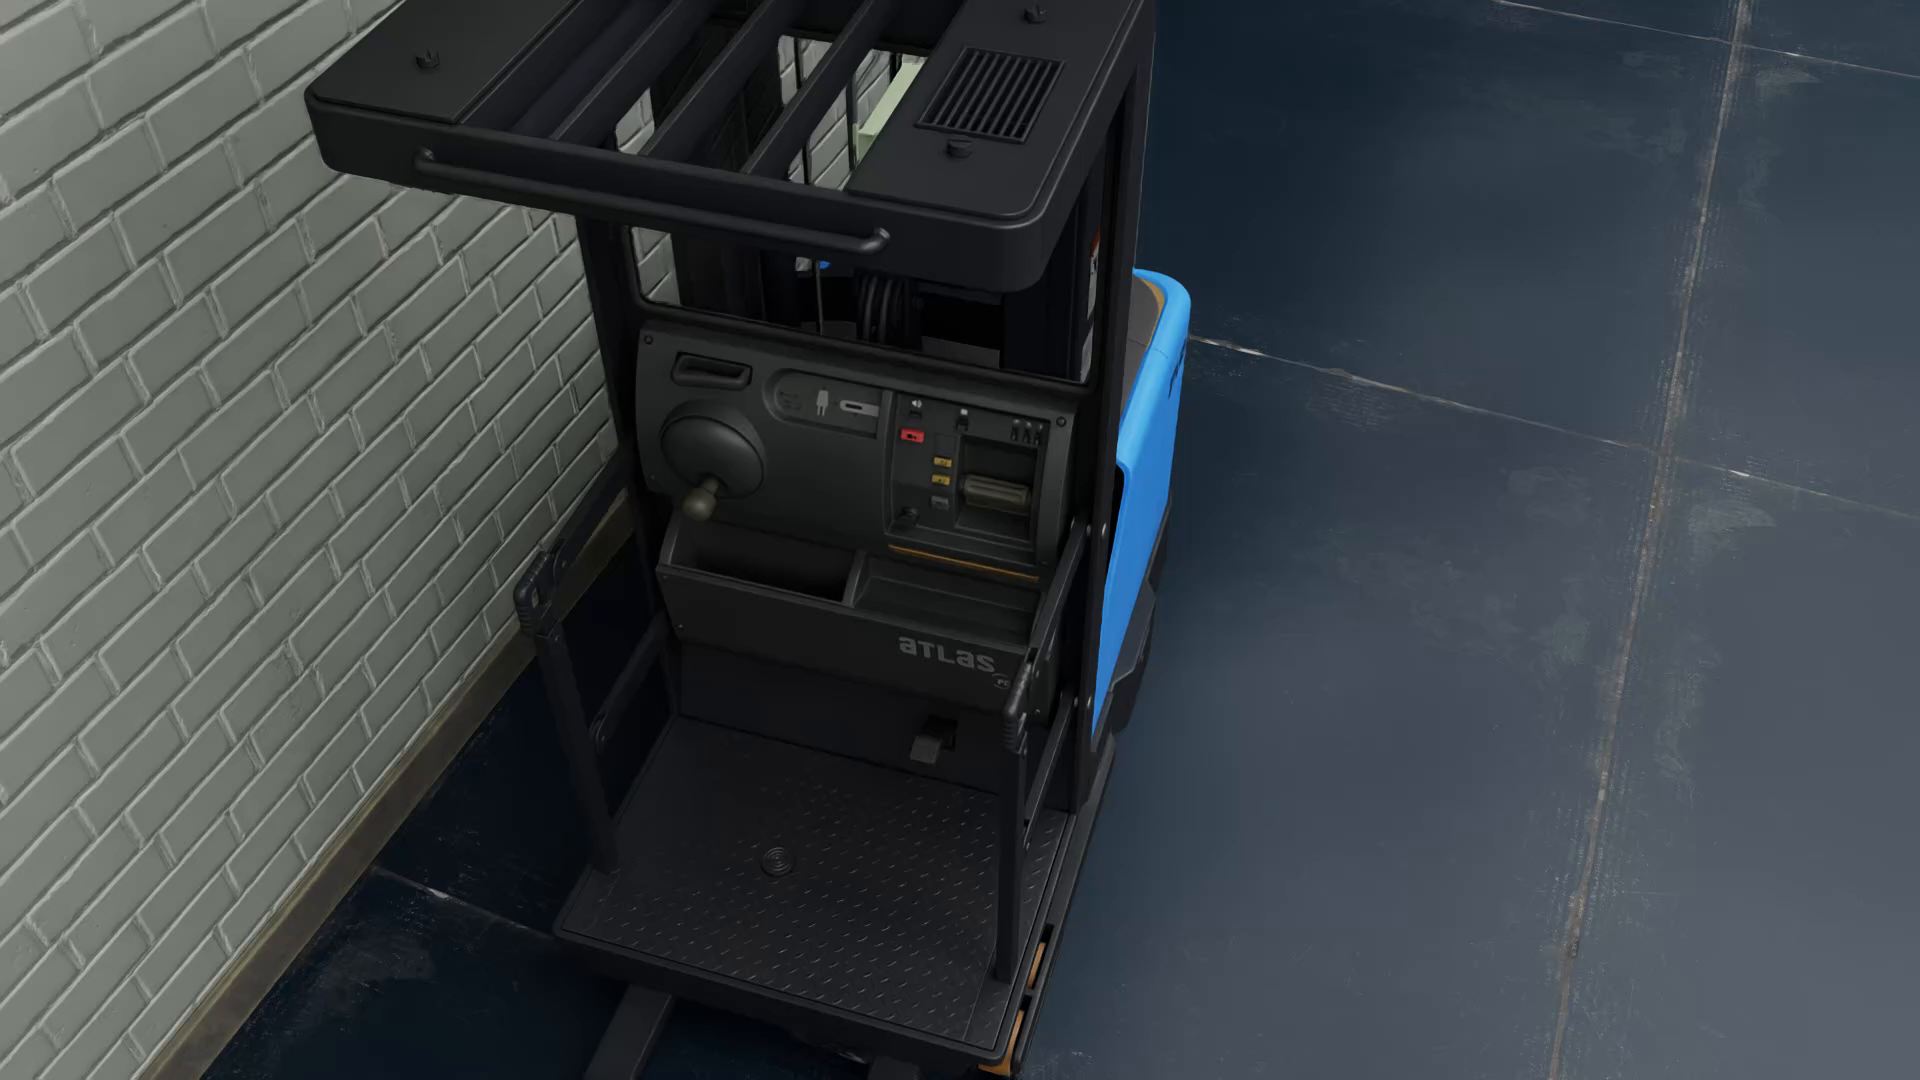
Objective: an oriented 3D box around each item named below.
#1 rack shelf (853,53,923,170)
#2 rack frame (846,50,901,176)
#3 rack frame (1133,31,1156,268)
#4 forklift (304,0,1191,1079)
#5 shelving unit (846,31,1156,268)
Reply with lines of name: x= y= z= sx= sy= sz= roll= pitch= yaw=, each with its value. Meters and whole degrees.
rack shelf: x=0.113 y=-1.064 z=4.703 sx=0.720 sy=0.370 sz=0.431 roll=12 pitch=46 yaw=12
rack frame: x=-0.238 y=-0.861 z=5.052 sx=0.023 sy=1.500 sz=0.400 roll=12 pitch=46 yaw=12
rack frame: x=0.464 y=-0.714 z=4.905 sx=0.023 sy=1.500 sz=0.400 roll=12 pitch=46 yaw=12
forklift: x=-0.290 y=-0.088 z=3.260 sx=1.130 sy=2.935 sz=3.031 roll=12 pitch=46 yaw=12
shelving unit: x=0.113 y=-0.788 z=4.978 sx=0.755 sy=1.500 sz=0.431 roll=12 pitch=46 yaw=12
